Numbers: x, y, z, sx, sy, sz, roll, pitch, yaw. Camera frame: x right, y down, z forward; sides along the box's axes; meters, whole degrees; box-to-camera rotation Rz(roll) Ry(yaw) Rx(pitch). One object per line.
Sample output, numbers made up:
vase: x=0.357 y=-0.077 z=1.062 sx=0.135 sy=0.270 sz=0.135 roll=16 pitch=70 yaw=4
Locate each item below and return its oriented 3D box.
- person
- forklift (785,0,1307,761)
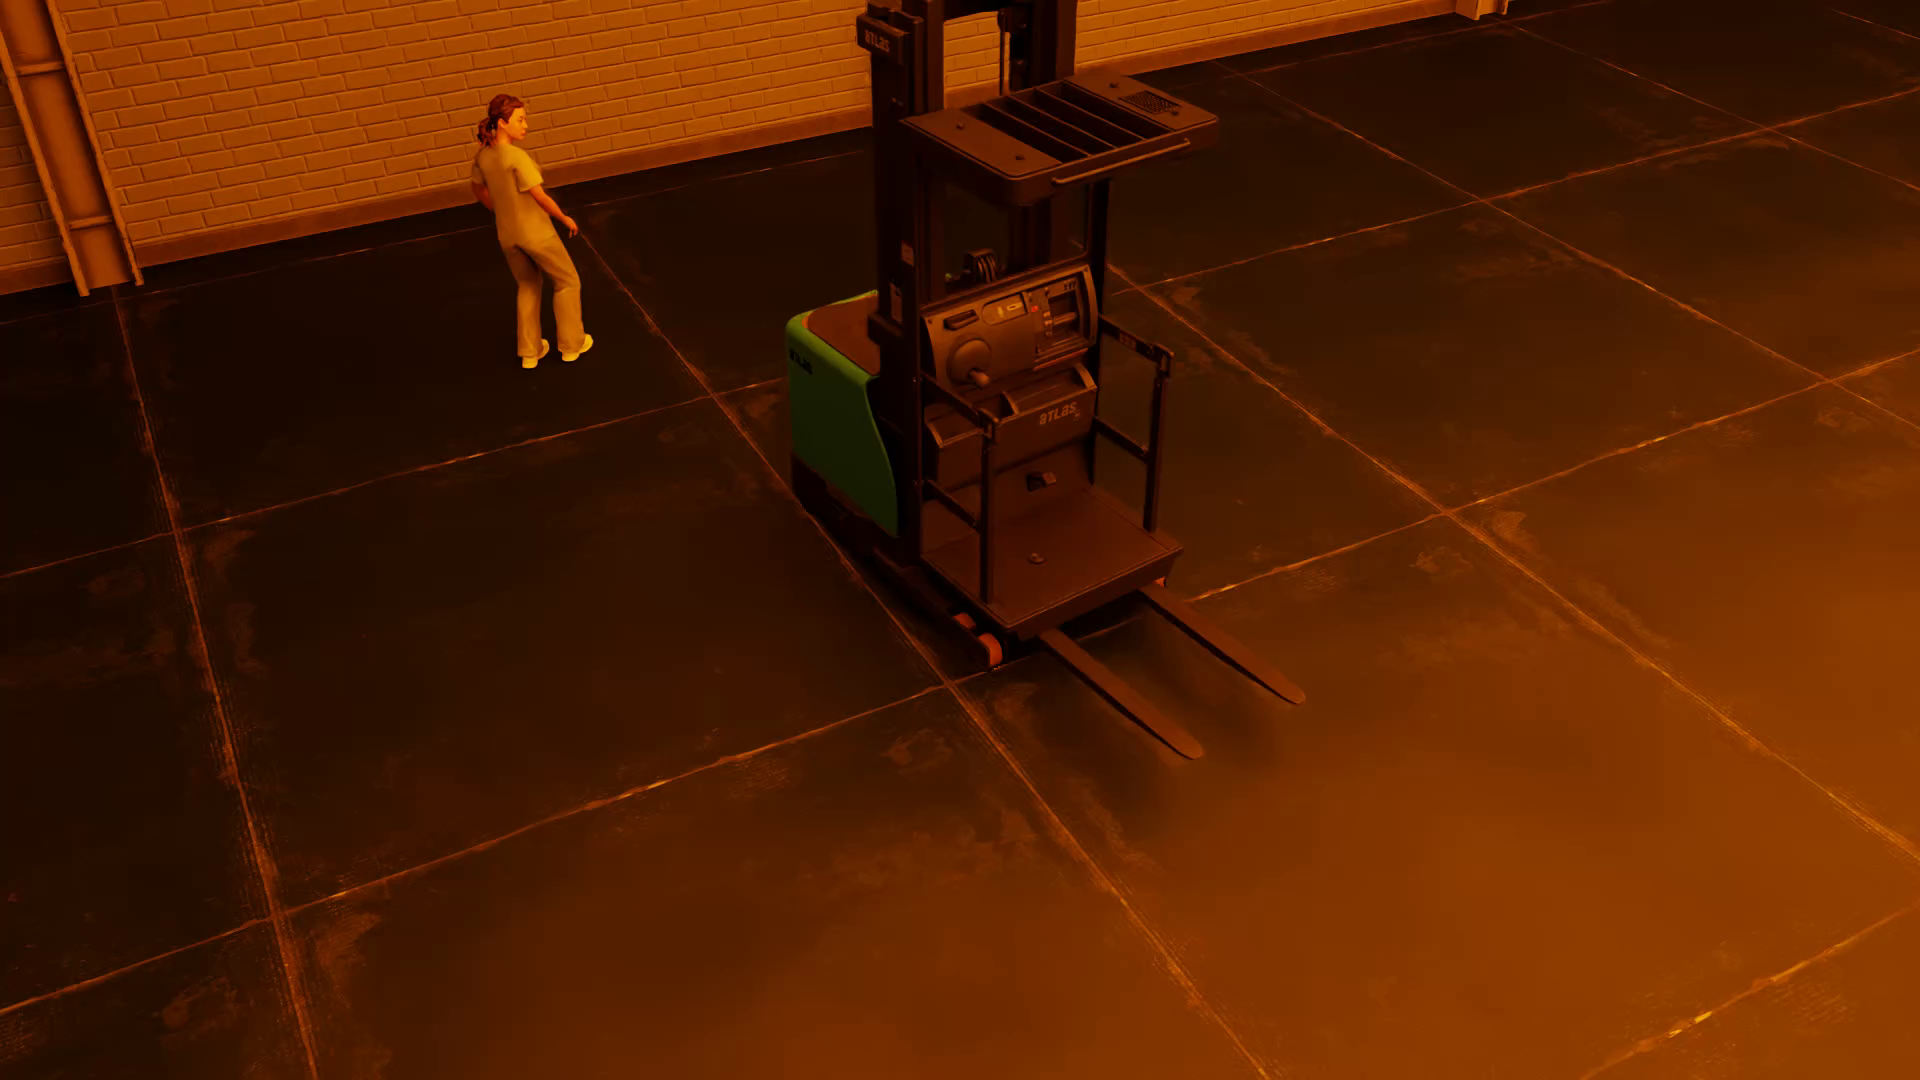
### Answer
person: x=-2.537 y=-1.823 z=9.825 sx=0.632 sy=1.644 sz=0.476 roll=16 pitch=38 yaw=21
forklift: x=0.367 y=-0.913 z=7.415 sx=1.130 sy=2.935 sz=3.031 roll=-23 pitch=41 yaw=-29
